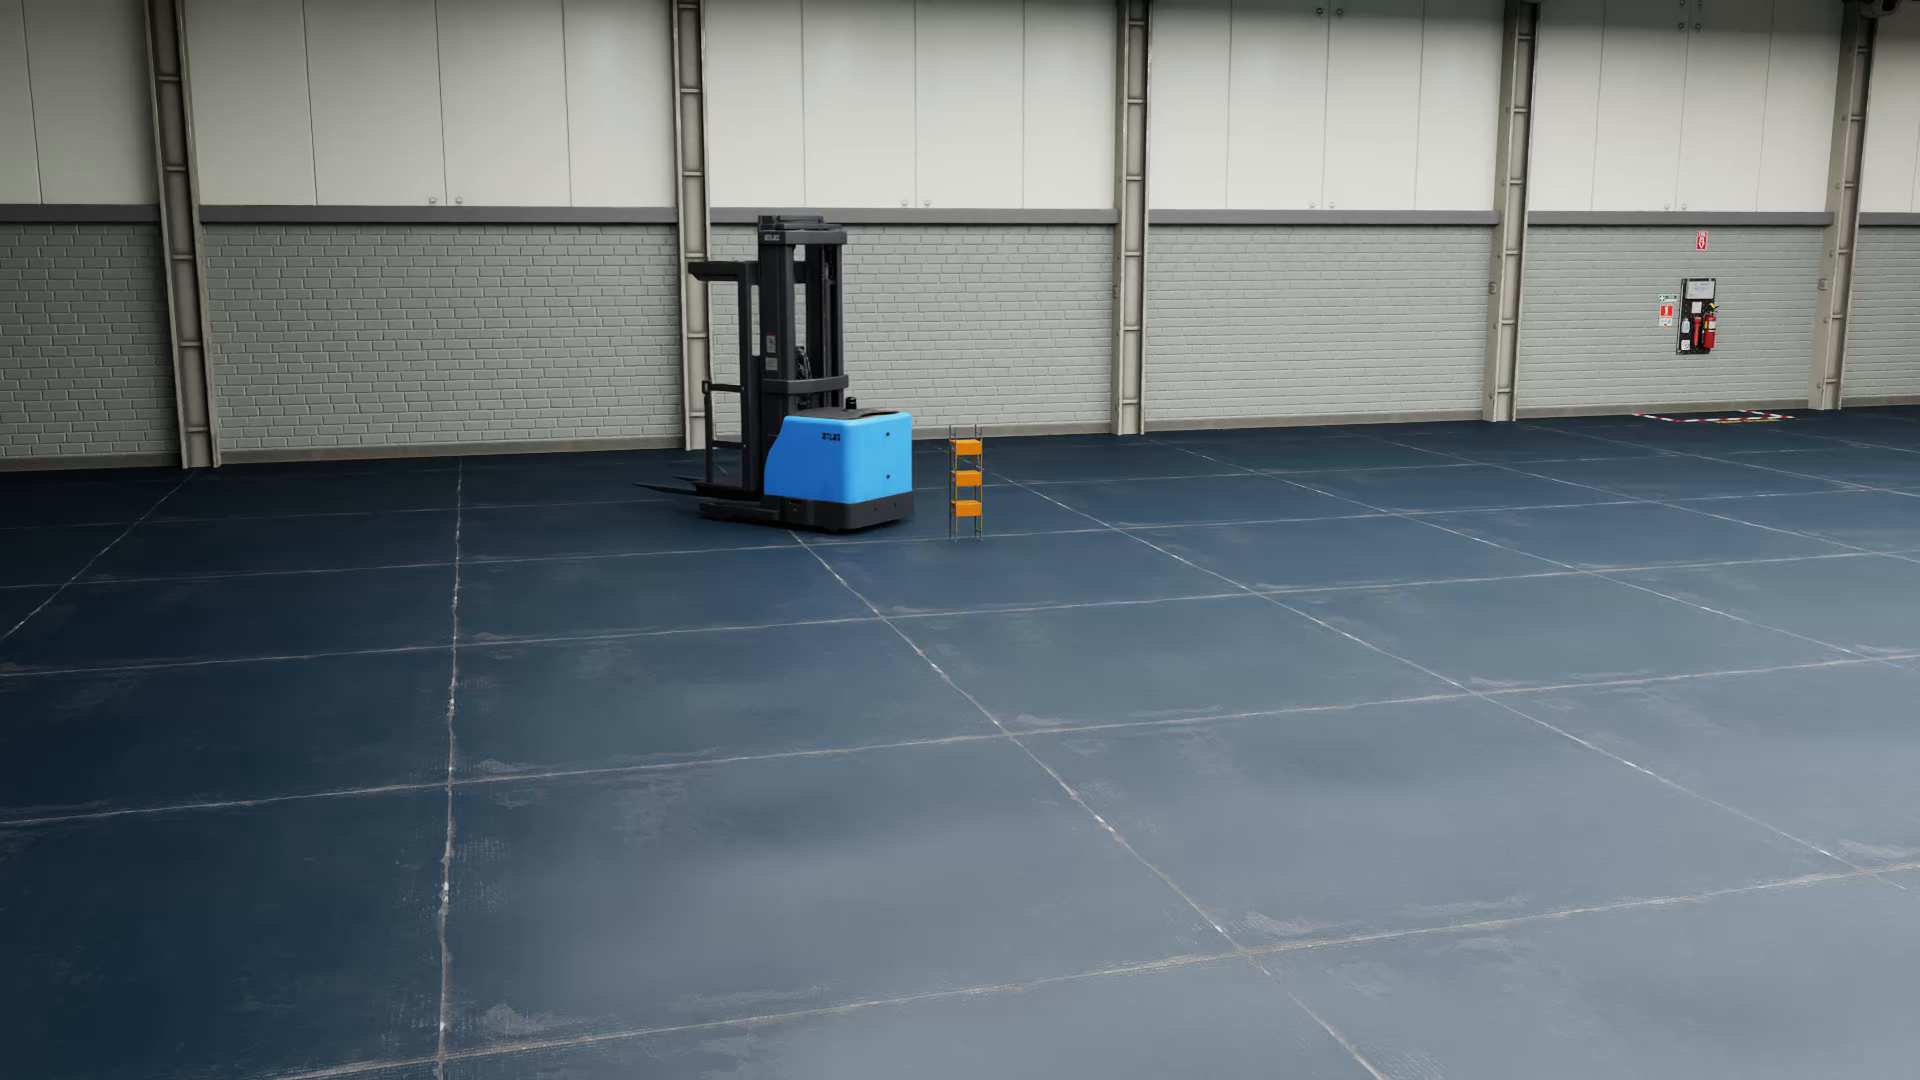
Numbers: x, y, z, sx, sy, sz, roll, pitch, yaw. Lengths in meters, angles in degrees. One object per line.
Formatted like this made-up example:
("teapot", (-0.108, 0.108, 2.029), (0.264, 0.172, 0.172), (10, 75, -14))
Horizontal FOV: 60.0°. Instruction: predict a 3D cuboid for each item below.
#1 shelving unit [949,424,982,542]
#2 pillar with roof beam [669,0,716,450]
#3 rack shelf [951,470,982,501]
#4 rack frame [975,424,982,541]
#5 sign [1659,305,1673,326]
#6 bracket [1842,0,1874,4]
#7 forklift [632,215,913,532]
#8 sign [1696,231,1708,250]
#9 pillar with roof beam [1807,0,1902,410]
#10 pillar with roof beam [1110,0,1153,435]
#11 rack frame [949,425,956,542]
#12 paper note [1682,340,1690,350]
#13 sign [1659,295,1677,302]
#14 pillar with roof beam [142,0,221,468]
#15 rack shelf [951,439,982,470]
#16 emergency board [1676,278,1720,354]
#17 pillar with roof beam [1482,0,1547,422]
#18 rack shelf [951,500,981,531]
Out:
("shelving unit", (0.051, -0.519, 15.170), (0.252, 1.050, 0.215), (-3, 11, -16))
("pillar with roof beam", (-2.205, -4.876, 16.884), (0.400, 9.000, 9.100), (-3, 11, -16))
("rack shelf", (0.051, -0.509, 15.172), (0.240, 0.259, 0.215), (-3, 11, -16))
("rack frame", (0.169, -0.525, 15.203), (0.008, 1.050, 0.200), (-3, 11, -16))
("sign", (10.932, -3.474, 25.739), (0.234, 0.329, 0.001), (-3, 11, -16))
("bracket", (13.576, -8.223, 25.122), (0.430, 0.232, 0.235), (-3, 11, -16))
("forklift", (-1.957, -1.697, 16.375), (3.031, 2.935, 1.130), (7, 13, 34))
("sign", (11.456, -4.624, 25.679), (0.199, 0.298, 0.001), (-3, 11, -16))
("pillar with roof beam", (15.078, -5.787, 21.832), (0.548, 9.000, 9.100), (-3, 11, -16))
("pillar with roof beam", (3.556, -5.180, 18.534), (0.400, 9.000, 9.100), (-3, 11, -16))
("rack frame", (-0.066, -0.513, 15.136), (0.008, 1.050, 0.200), (-3, 11, -16))
("paper note", (11.302, -3.037, 25.894), (0.142, 0.148, 0.016), (-3, 11, -16))
("sign", (10.939, -3.734, 25.684), (0.331, 0.109, 0.001), (-3, 11, -16))
("pillar with roof beam", (-7.965, -4.573, 15.235), (0.400, 9.000, 9.100), (-3, 11, -16))
("rack shelf", (0.051, -0.788, 15.120), (0.240, 0.259, 0.215), (-3, 11, -16))
("emergency board", (11.491, -3.467, 25.797), (0.643, 1.169, 0.194), (-3, 11, -16))
("pillar with roof beam", (9.317, -5.484, 20.183), (0.548, 9.000, 9.100), (-3, 11, -16))
("rack shelf", (0.051, -0.235, 15.222), (0.240, 0.259, 0.215), (-3, 11, -16))
